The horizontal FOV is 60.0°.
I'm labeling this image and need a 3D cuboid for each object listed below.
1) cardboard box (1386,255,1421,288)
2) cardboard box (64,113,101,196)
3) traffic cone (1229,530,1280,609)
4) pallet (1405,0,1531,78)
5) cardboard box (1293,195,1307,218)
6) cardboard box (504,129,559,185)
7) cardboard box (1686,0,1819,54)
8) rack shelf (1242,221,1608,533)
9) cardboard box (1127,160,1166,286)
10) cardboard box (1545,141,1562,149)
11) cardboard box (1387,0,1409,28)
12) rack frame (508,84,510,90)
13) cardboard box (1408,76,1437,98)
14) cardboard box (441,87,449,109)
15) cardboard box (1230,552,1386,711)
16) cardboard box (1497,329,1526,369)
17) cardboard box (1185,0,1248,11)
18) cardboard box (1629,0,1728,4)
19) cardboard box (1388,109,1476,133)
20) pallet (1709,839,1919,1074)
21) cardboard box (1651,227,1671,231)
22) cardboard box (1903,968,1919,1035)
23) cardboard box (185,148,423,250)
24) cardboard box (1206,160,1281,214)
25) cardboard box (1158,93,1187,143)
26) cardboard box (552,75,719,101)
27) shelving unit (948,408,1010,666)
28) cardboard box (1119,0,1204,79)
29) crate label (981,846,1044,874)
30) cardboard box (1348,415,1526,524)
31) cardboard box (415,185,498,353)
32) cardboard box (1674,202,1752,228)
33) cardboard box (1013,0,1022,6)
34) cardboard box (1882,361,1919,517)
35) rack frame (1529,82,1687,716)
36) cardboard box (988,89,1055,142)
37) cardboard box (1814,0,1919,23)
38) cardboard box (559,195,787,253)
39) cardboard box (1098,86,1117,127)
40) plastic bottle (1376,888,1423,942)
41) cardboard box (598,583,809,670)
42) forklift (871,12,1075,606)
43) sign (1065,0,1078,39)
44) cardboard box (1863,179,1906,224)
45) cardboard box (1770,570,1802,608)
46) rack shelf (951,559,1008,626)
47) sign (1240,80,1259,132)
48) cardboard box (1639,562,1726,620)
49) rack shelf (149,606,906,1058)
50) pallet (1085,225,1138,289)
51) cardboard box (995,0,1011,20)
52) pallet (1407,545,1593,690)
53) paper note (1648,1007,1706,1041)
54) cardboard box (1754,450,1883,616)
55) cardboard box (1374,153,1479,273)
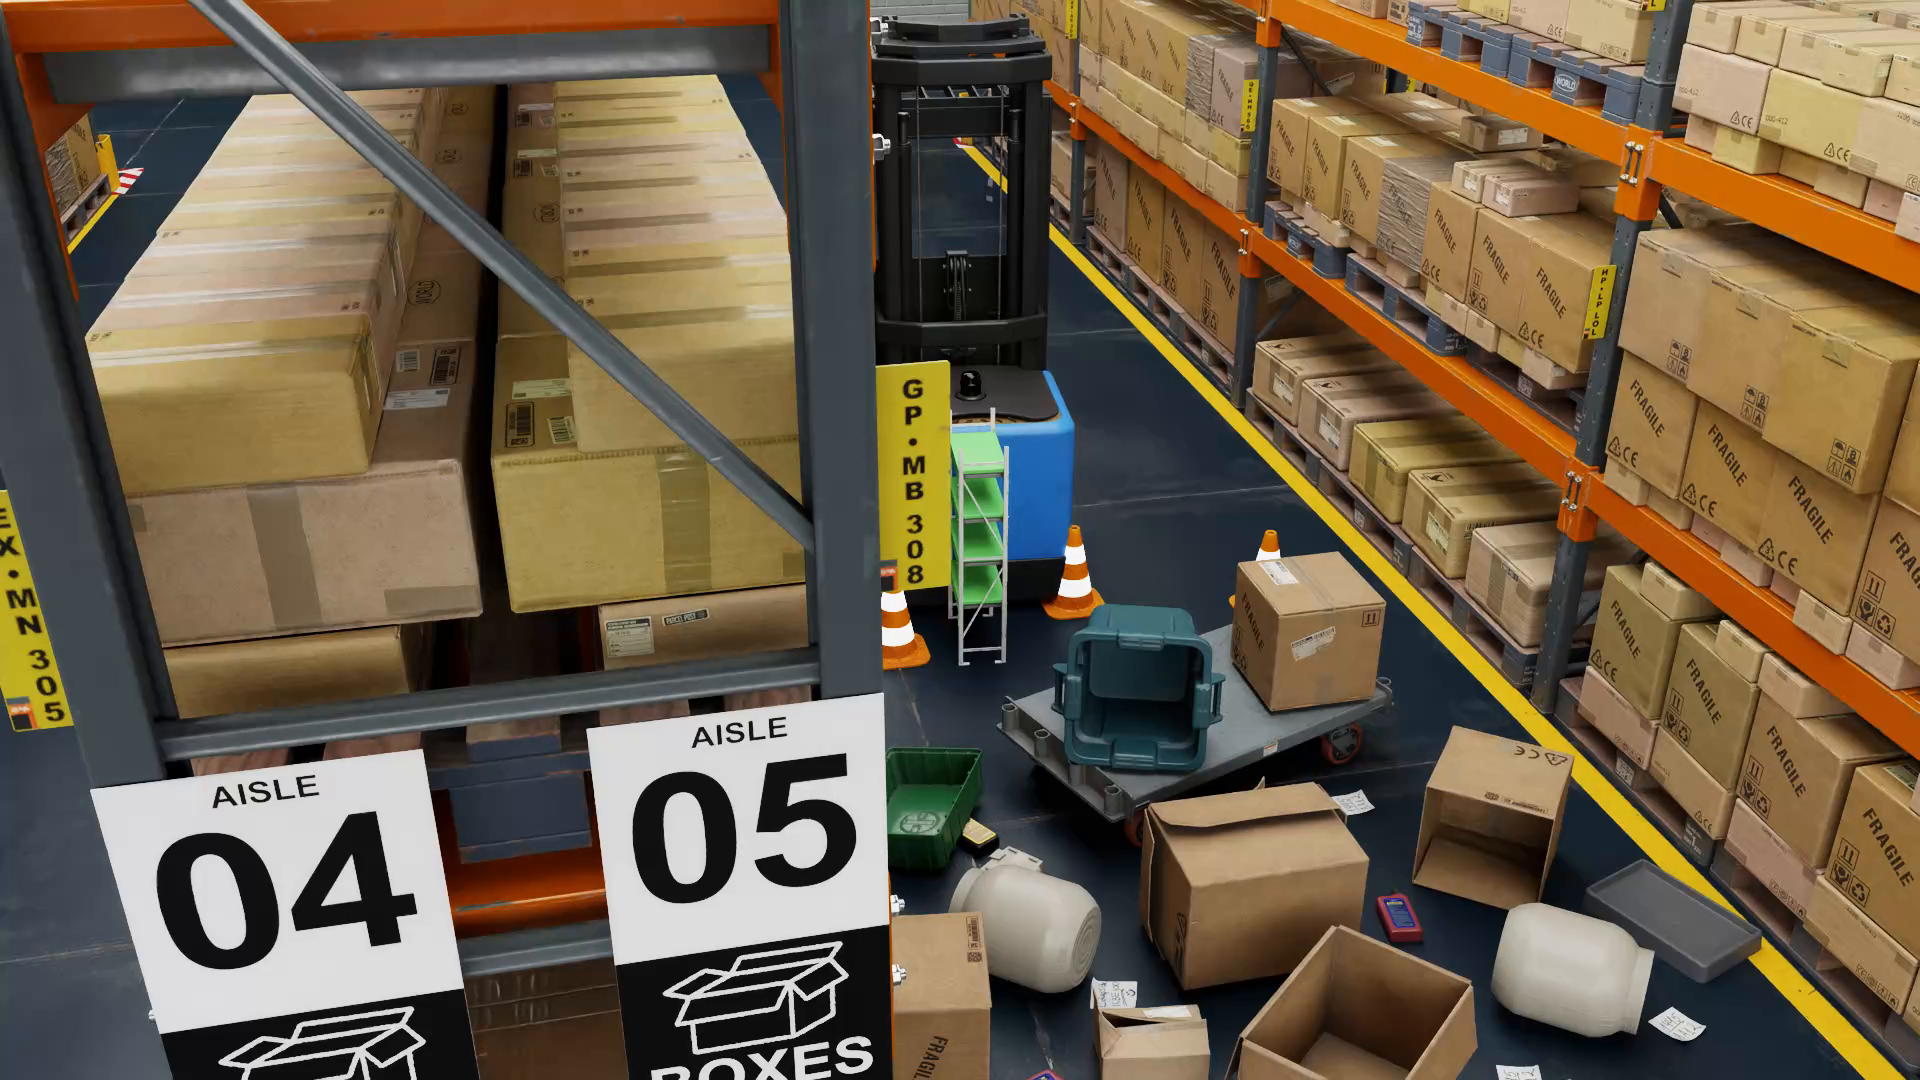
[{"bbox_3d":[2.602,-1.519,9.244,0.380,0.149,0.250,-5,27,-10],"label":"cardboard box"},{"bbox_3d":[-8.843,-3.792,15.825,0.875,0.875,0.875,-6,27,-12],"label":"cardboard box"},{"bbox_3d":[1.651,0.166,8.907,0.336,0.463,0.334,-6,27,-12],"label":"traffic cone"},{"bbox_3d":[3.022,-2.556,8.365,1.213,0.211,1.003,-6,27,-12],"label":"pallet"},{"bbox_3d":[2.316,-2.106,10.407,0.380,0.149,0.250,-8,28,-15],"label":"cardboard box"},{"bbox_3d":[-0.805,-0.800,3.937,0.500,0.250,0.500,-6,27,-12],"label":"cardboard box"},{"bbox_3d":[3.048,-1.975,6.400,0.380,0.149,0.250,-6,27,-13],"label":"cardboard box"},{"bbox_3d":[2.844,-1.121,9.440,1.077,0.370,4.000,-6,27,-12],"label":"rack shelf"},{"bbox_3d":[1.920,-2.655,13.573,0.875,0.875,0.875,-5,27,-10],"label":"cardboard box"},{"bbox_3d":[5.835,-3.920,16.756,0.396,0.266,0.258,-5,27,-10],"label":"cardboard box"},{"bbox_3d":[2.765,-3.038,8.997,0.797,0.503,0.637,-6,27,-12],"label":"cardboard box"},{"bbox_3d":[-1.505,-2.695,5.103,1.000,3.000,0.127,-6,27,-12],"label":"rack frame"},{"bbox_3d":[5.471,-5.132,18.894,0.797,0.503,0.637,-7,28,-14],"label":"cardboard box"},{"bbox_3d":[-1.523,-1.190,4.267,0.380,0.149,0.250,-6,27,-11],"label":"cardboard box"},{"bbox_3d":[1.567,0.408,7.547,0.500,0.500,0.500,-6,27,-12],"label":"cardboard box"},{"bbox_3d":[2.867,-0.955,8.125,0.380,0.149,0.250,-7,28,-13],"label":"cardboard box"},{"bbox_3d":[2.056,-3.945,13.017,0.500,0.500,0.500,-5,27,-10],"label":"cardboard box"},{"bbox_3d":[3.040,-2.488,7.167,0.500,0.250,0.500,-5,27,-10],"label":"cardboard box"},{"bbox_3d":[2.894,-2.288,10.046,0.500,0.500,0.500,-6,27,-12],"label":"cardboard box"},{"bbox_3d":[3.759,1.509,6.526,1.003,0.211,1.213,-6,27,-12],"label":"pallet"},{"bbox_3d":[3.468,-1.164,7.820,0.500,0.500,0.500,-5,27,-10],"label":"cardboard box"},{"bbox_3d":[3.643,1.676,5.685,0.500,0.250,0.500,-6,27,-11],"label":"cardboard box"},{"bbox_3d":[-1.238,-0.635,3.167,0.380,0.149,0.250,-6,27,-11],"label":"cardboard box"},{"bbox_3d":[2.026,-2.449,11.439,0.500,0.250,0.500,-7,28,-13],"label":"cardboard box"},{"bbox_3d":[1.782,-3.110,12.195,0.500,0.250,0.500,-7,28,-13],"label":"cardboard box"},{"bbox_3d":[-0.770,-1.037,3.964,0.380,0.149,0.250,-6,27,-11],"label":"cardboard box"},{"bbox_3d":[0.085,-0.014,8.446,0.258,1.200,0.503,-3,27,-6],"label":"shelving unit"},{"bbox_3d":[1.563,-3.904,12.934,0.500,0.500,0.500,-7,28,-13],"label":"cardboard box"},{"bbox_3d":[0.206,1.392,6.840,0.250,0.136,0.298,19,32,32],"label":"crate label"},{"bbox_3d":[2.850,-0.429,9.720,0.950,0.372,0.625,-5,27,-10],"label":"cardboard box"},{"bbox_3d":[-1.211,-0.525,3.391,0.500,0.250,0.500,-6,27,-12],"label":"cardboard box"},{"bbox_3d":[3.533,-1.461,7.688,0.380,0.149,0.250,-6,27,-12],"label":"cardboard box"},{"bbox_3d":[0.781,-5.413,15.925,0.500,0.500,0.500,-6,27,-11],"label":"cardboard box"},{"bbox_3d":[3.569,-0.303,5.471,0.700,0.500,0.500,-6,27,-12],"label":"cardboard box"},{"bbox_3d":[3.295,-0.564,7.538,1.000,3.000,0.127,-6,27,-12],"label":"rack frame"},{"bbox_3d":[0.836,-4.596,17.904,0.875,0.438,0.875,-7,28,-13],"label":"cardboard box"},{"bbox_3d":[3.579,-2.030,6.508,0.380,0.149,0.250,-5,27,-11],"label":"cardboard box"},{"bbox_3d":[-0.483,-0.477,2.854,0.380,0.149,0.250,-6,27,-12],"label":"cardboard box"},{"bbox_3d":[1.452,-3.562,13.645,0.500,0.250,0.500,-7,28,-13],"label":"cardboard box"},{"bbox_3d":[1.758,1.505,6.701,0.133,0.061,0.283,-1,27,-3],"label":"plastic bottle"},{"bbox_3d":[-0.369,0.097,2.602,0.380,0.149,0.250,-6,27,-11],"label":"cardboard box"},{"bbox_3d":[-0.071,-1.588,9.643,1.130,2.935,3.031,-3,27,-6],"label":"forklift"},{"bbox_3d":[0.951,-4.441,14.170,0.100,0.325,0.005,-6,27,-12],"label":"sign"},{"bbox_3d":[3.361,-1.179,5.706,0.380,0.149,0.250,-7,28,-13],"label":"cardboard box"},{"bbox_3d":[3.362,0.164,6.374,0.380,0.149,0.250,-6,27,-12],"label":"cardboard box"},{"bbox_3d":[0.085,0.257,8.583,0.258,0.148,0.480,-3,27,-6],"label":"rack shelf"},{"bbox_3d":[1.853,-2.779,10.642,0.100,0.325,0.005,-6,27,-12],"label":"sign"},{"bbox_3d":[3.134,0.199,7.060,0.380,0.149,0.250,-6,27,-11],"label":"cardboard box"},{"bbox_3d":[-1.055,-0.157,4.201,1.077,0.370,4.000,-6,27,-12],"label":"rack shelf"},{"bbox_3d":[1.739,-2.500,14.469,1.003,0.211,1.213,-6,27,-12],"label":"pallet"},{"bbox_3d":[0.657,-5.192,16.597,0.500,0.500,0.500,-6,27,-12],"label":"cardboard box"},{"bbox_3d":[3.118,0.339,8.843,1.003,0.211,1.213,-6,27,-12],"label":"pallet"},{"bbox_3d":[2.660,1.794,6.162,0.142,0.019,0.148,-16,31,-29],"label":"paper note"},{"bbox_3d":[3.358,-0.080,6.139,0.500,0.500,0.500,-6,27,-12],"label":"cardboard box"},{"bbox_3d":[2.625,-1.783,9.046,0.500,0.500,0.500,-7,28,-14],"label":"cardboard box"}]
